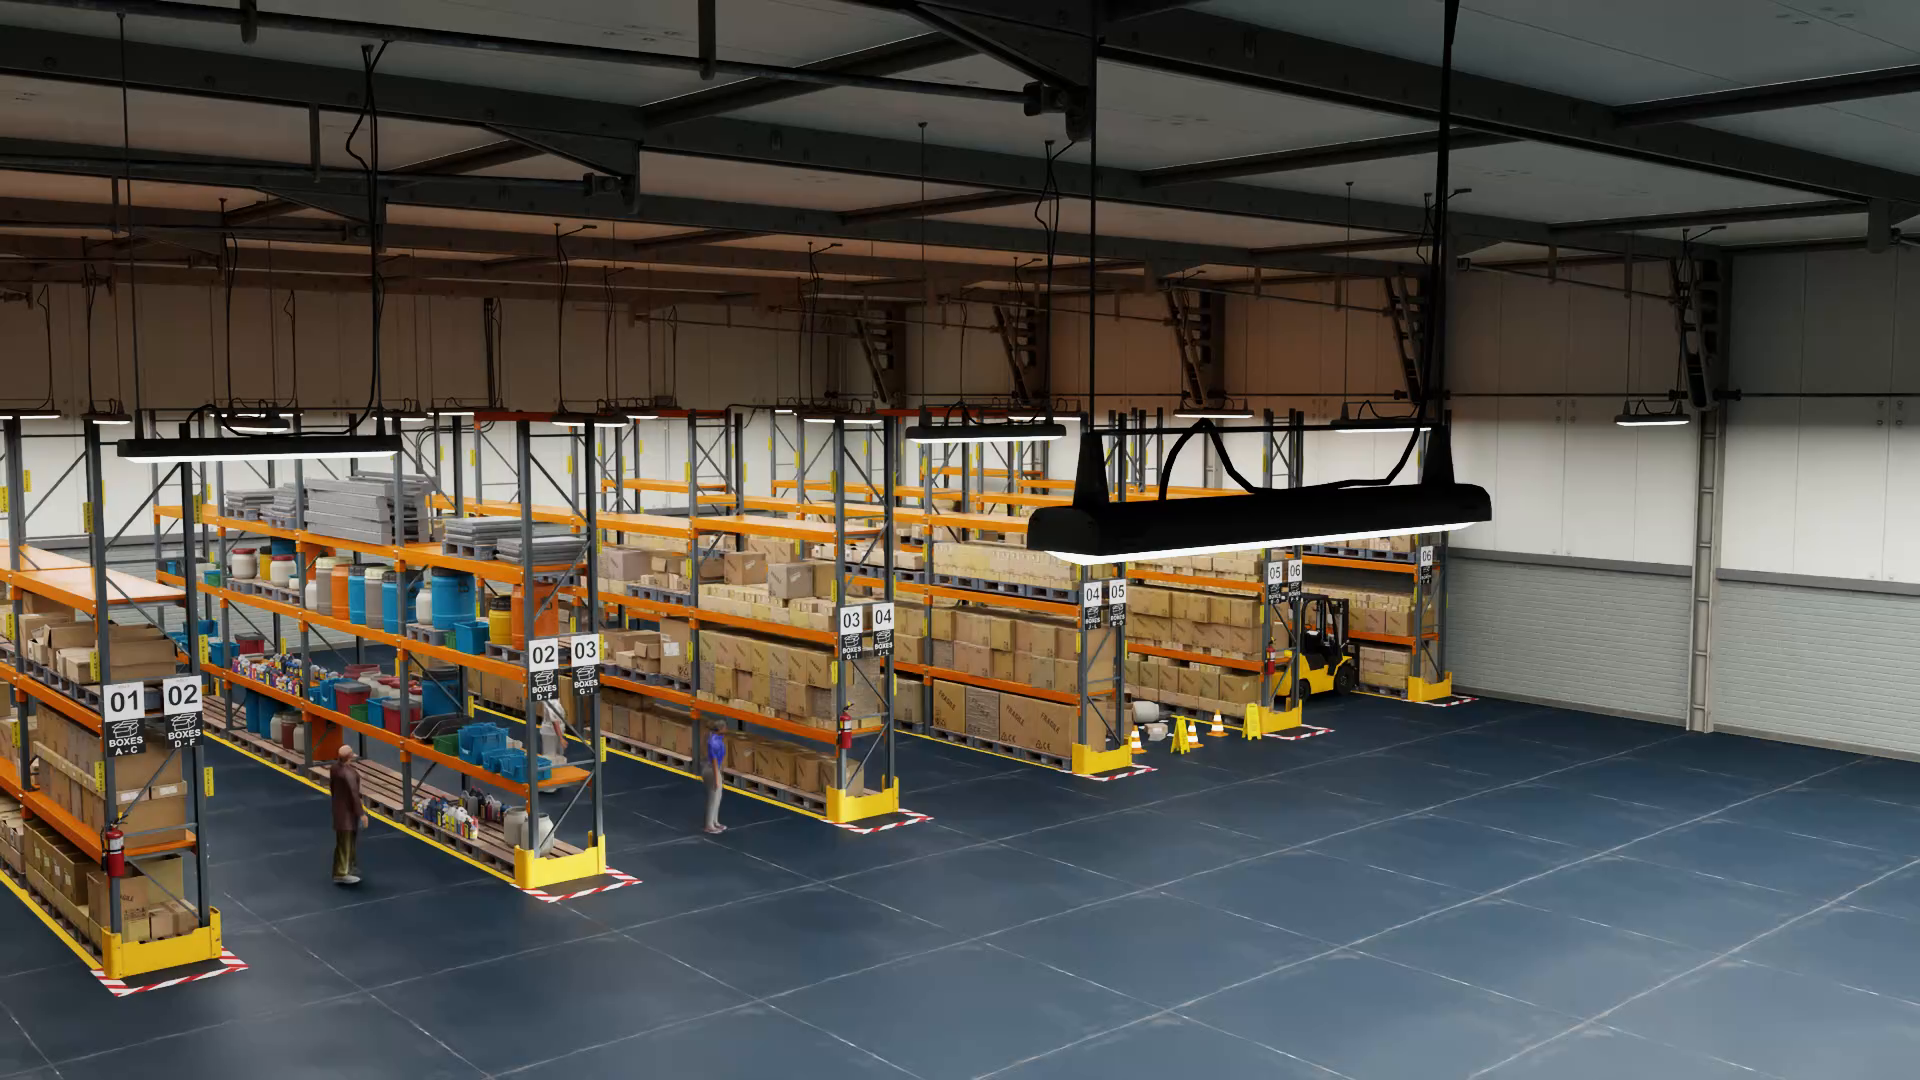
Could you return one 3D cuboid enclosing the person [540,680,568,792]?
[{"bbox_3d":[-6.503,3.137,26.648,0.536,1.796,0.727,-1,5,-8],"label":"person"}]

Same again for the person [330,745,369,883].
[{"bbox_3d":[-7.988,3.564,21.646,0.482,1.834,0.681,-3,6,-31],"label":"person"}]

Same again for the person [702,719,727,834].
[{"bbox_3d":[-3.552,3.402,24.051,0.366,1.667,0.485,0,5,-5],"label":"person"}]
